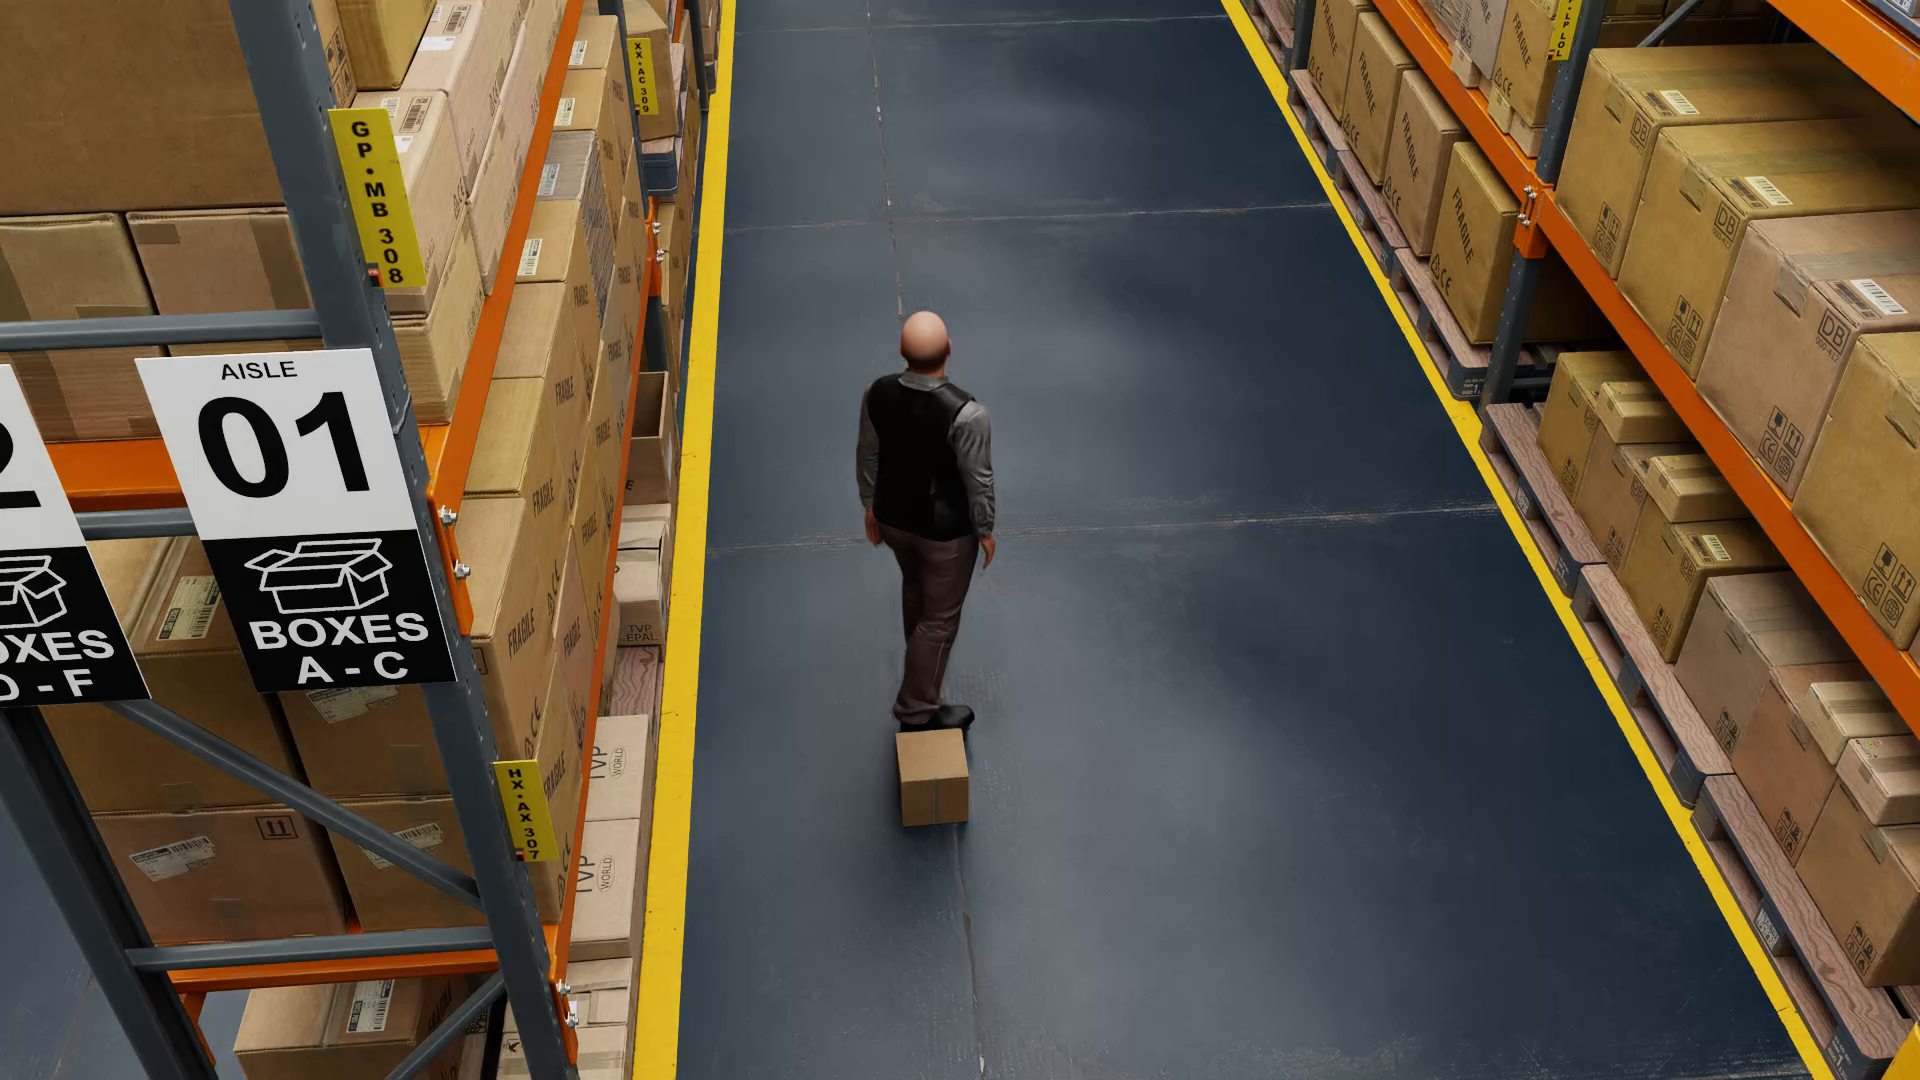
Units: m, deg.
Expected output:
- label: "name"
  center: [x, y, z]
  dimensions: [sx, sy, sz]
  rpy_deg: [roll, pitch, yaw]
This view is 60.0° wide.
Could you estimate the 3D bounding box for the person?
- label: "person"
  center: [-0.141, -0.048, 6.237]
  dimensions: [0.563, 1.711, 0.563]
  rpy_deg: [22, 44, 25]
